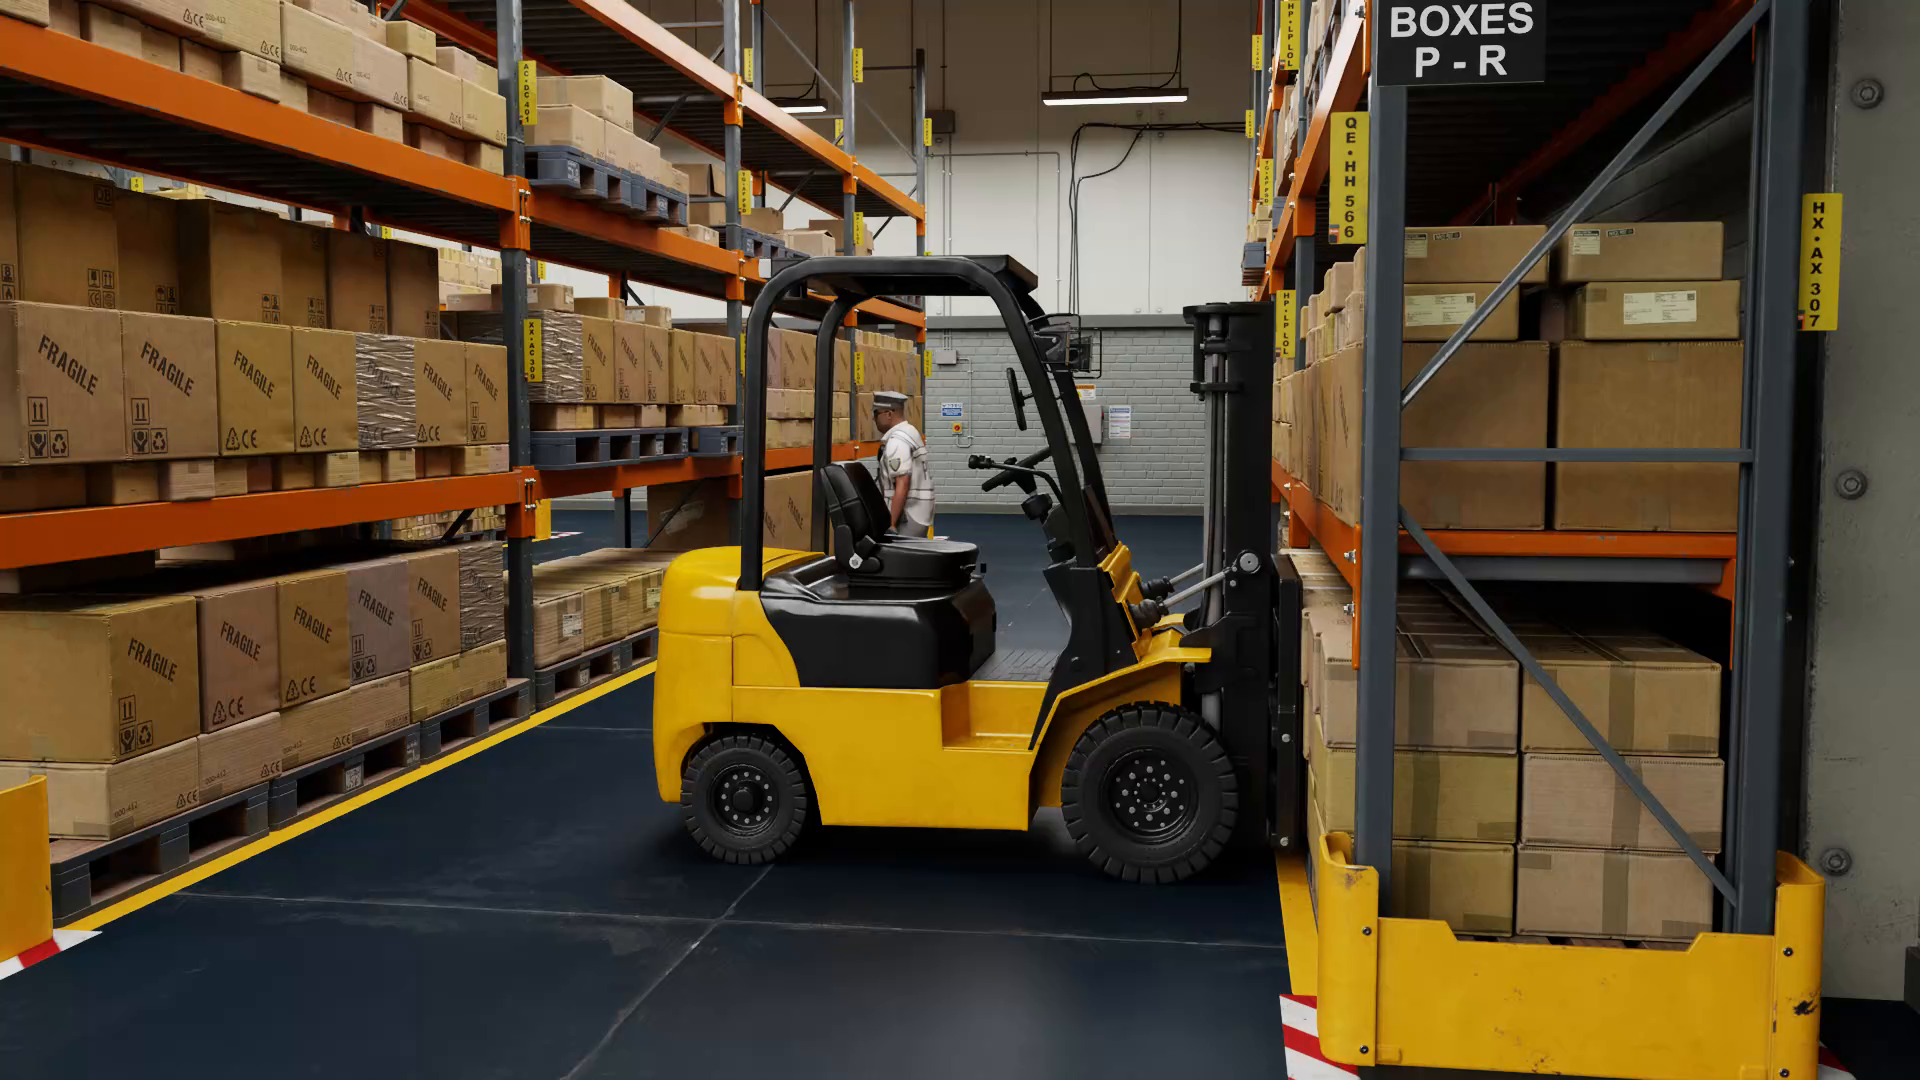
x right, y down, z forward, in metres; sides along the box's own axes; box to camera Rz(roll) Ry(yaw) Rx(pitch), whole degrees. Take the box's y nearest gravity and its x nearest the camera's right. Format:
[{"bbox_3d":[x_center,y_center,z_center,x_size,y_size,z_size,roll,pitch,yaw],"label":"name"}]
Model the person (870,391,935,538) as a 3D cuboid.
[{"bbox_3d":[-0.387,-0.122,11.138,0.429,1.751,0.606,0,4,6],"label":"person"}]
